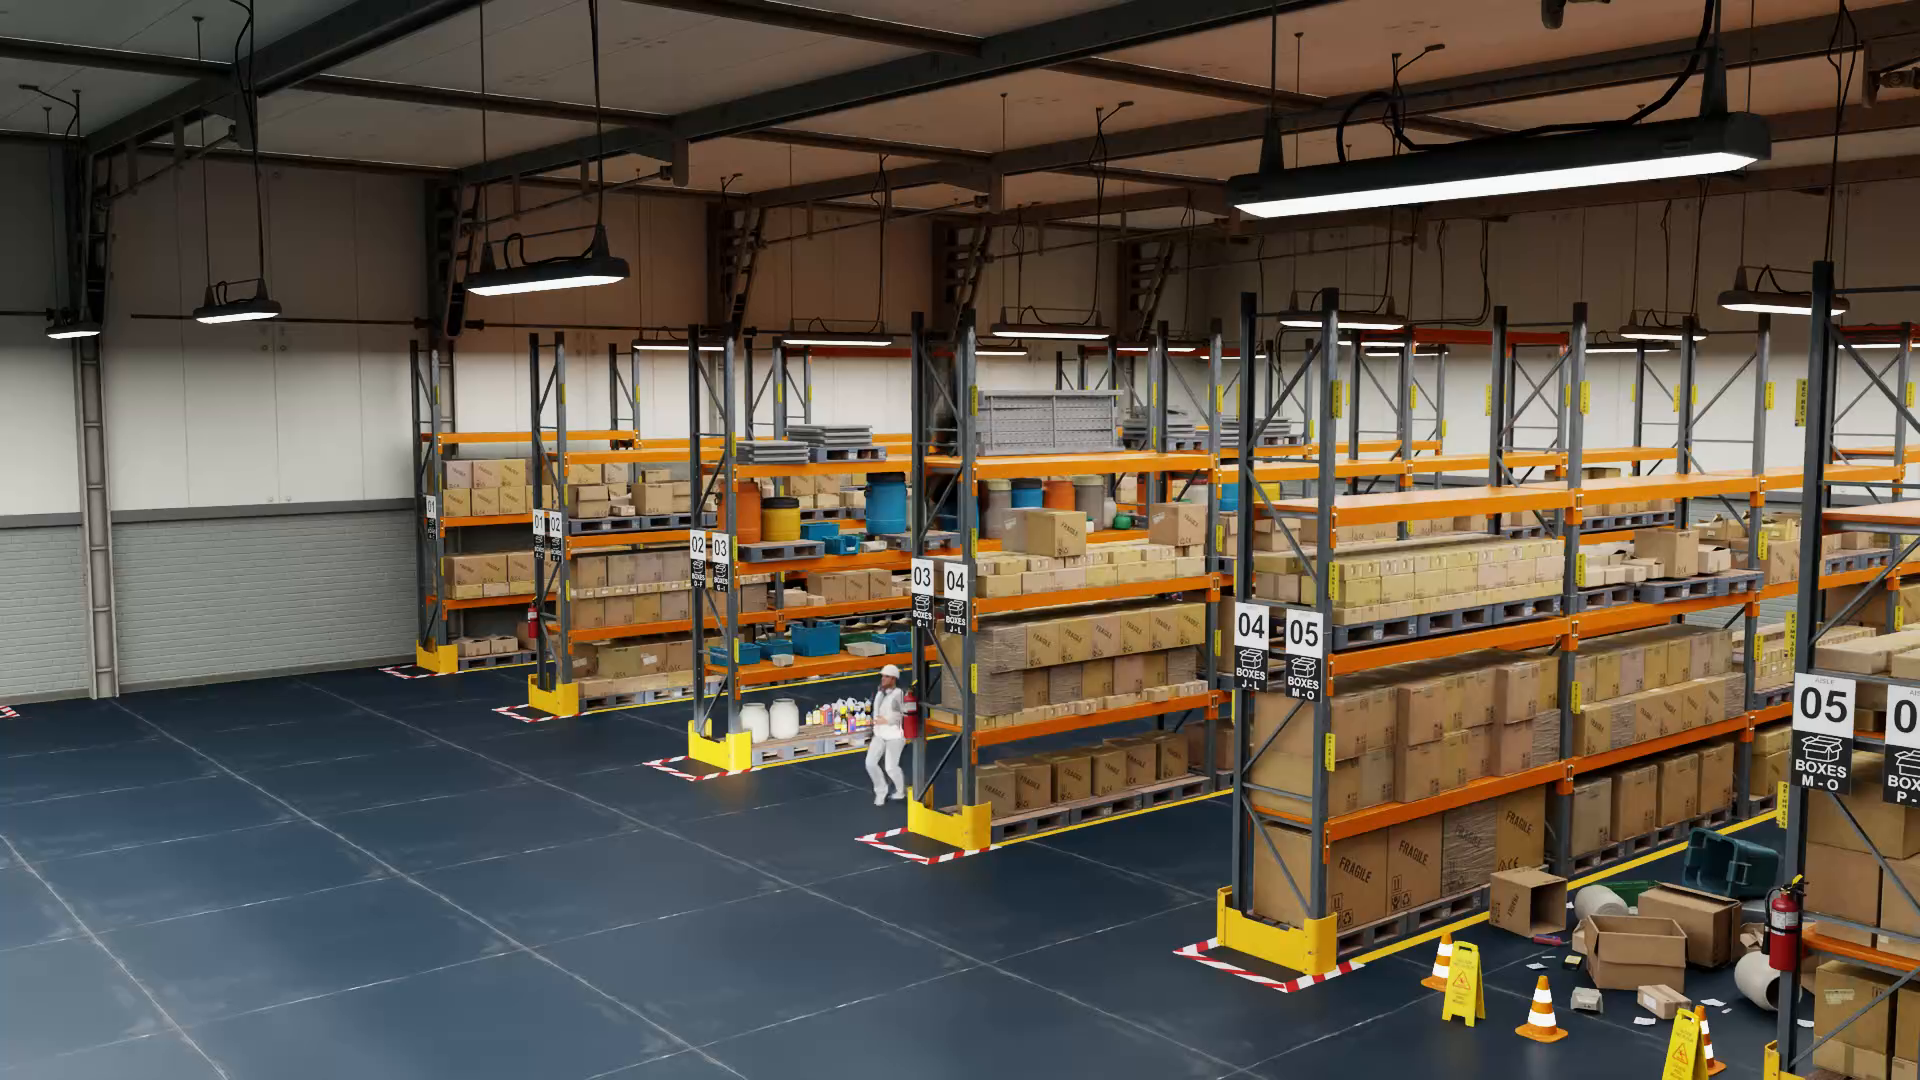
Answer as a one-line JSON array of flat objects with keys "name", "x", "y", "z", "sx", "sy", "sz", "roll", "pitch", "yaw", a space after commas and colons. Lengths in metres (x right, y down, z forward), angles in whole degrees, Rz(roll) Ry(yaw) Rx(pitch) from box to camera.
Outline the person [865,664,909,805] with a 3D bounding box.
[{"name": "person", "x": -0.836, "y": 2.332, "z": 20.444, "sx": 0.676, "sy": 1.643, "sz": 0.659, "roll": 5, "pitch": 7, "yaw": 44}]
